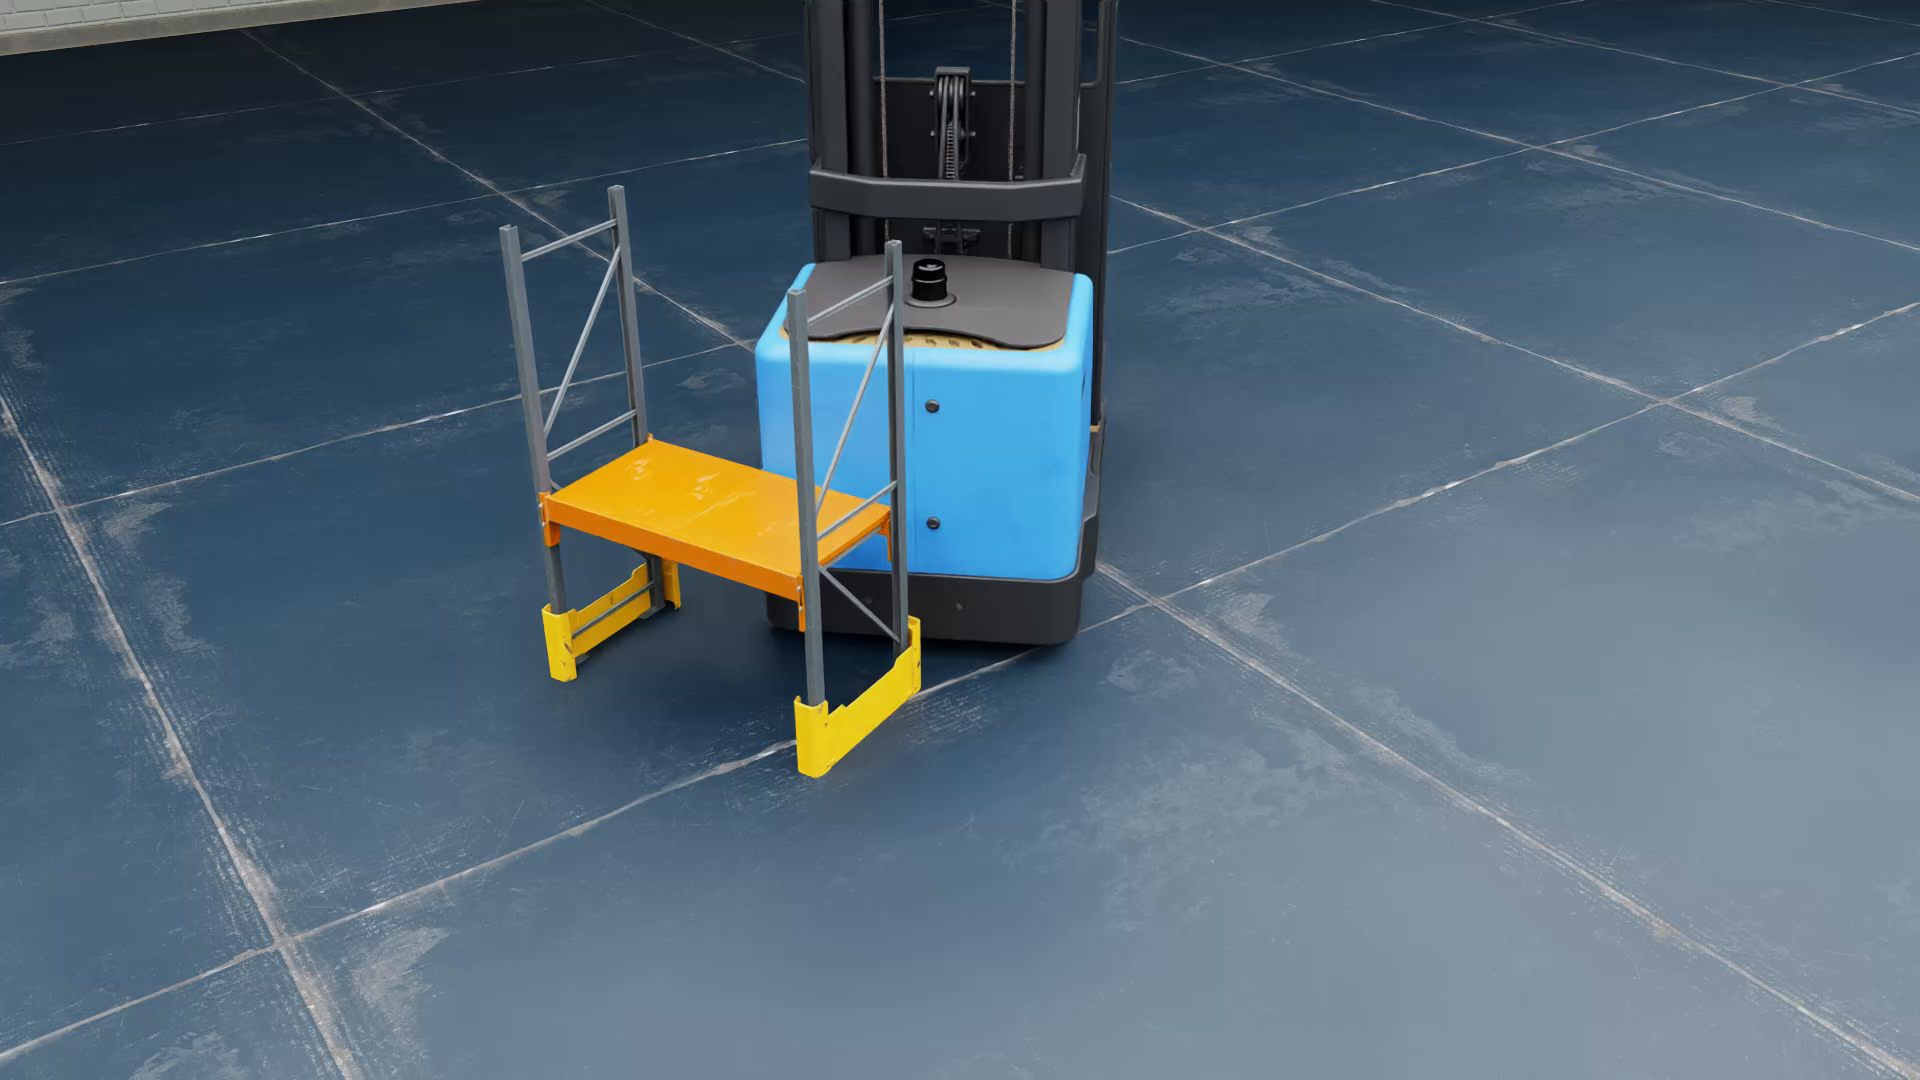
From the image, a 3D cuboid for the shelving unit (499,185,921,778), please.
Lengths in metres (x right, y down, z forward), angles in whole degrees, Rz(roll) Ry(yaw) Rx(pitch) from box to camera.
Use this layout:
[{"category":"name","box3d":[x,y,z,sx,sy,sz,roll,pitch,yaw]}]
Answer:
[{"category":"shelving unit","box3d":[-0.731,-0.200,5.047,1.083,1.500,0.587,16,32,27]}]

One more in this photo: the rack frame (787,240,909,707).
[{"category":"rack frame","box3d":[-0.304,-0.076,4.819,0.032,1.500,0.500,16,32,27]}]

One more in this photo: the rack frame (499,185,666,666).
[{"category":"rack frame","box3d":[-1.173,-0.328,5.283,0.032,1.500,0.500,16,32,27]}]

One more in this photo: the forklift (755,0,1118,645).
[{"category":"forklift","box3d":[0.029,-1.620,6.161,1.130,2.935,3.031,3,29,6]}]

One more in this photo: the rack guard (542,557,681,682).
[{"category":"rack guard","box3d":[-1.157,0.226,5.572,0.087,0.250,0.587,16,32,27]}]

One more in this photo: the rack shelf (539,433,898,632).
[{"category":"rack shelf","box3d":[-0.739,-0.044,5.137,1.000,0.185,0.538,16,32,27]}]

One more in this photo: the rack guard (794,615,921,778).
[{"category":"rack guard","box3d":[-0.306,0.472,5.118,0.087,0.250,0.587,16,32,27]}]
